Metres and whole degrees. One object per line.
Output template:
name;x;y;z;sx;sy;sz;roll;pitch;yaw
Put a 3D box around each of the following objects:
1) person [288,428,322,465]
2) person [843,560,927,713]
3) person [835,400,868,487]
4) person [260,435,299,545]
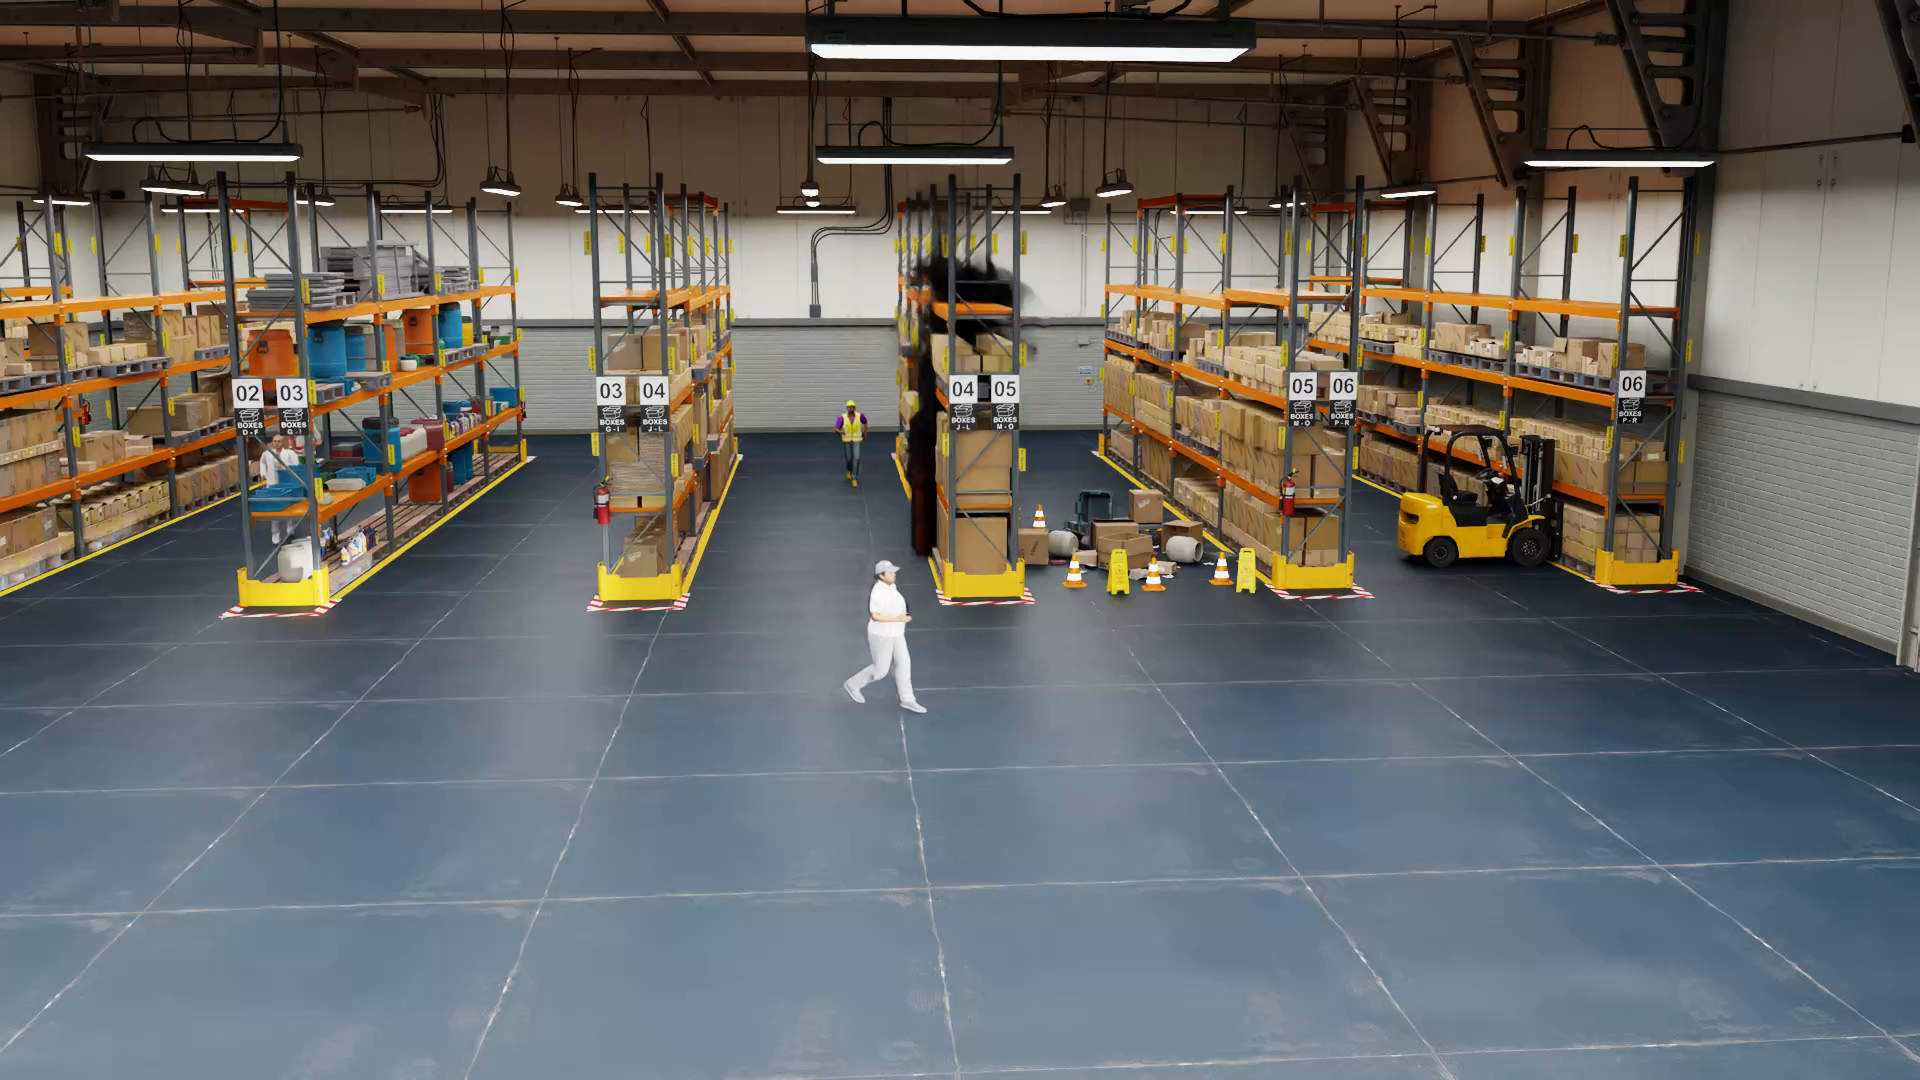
person;-12.940;-1.647;32.861;0.667;1.768;0.967;-2;10;-13
person;-0.814;1.041;17.987;0.921;1.667;0.609;4;11;19
person;-2.302;-2.074;35.317;0.707;1.781;0.969;-1;10;-4
person;-11.678;-0.897;28.599;0.678;1.833;0.918;-3;10;-14
